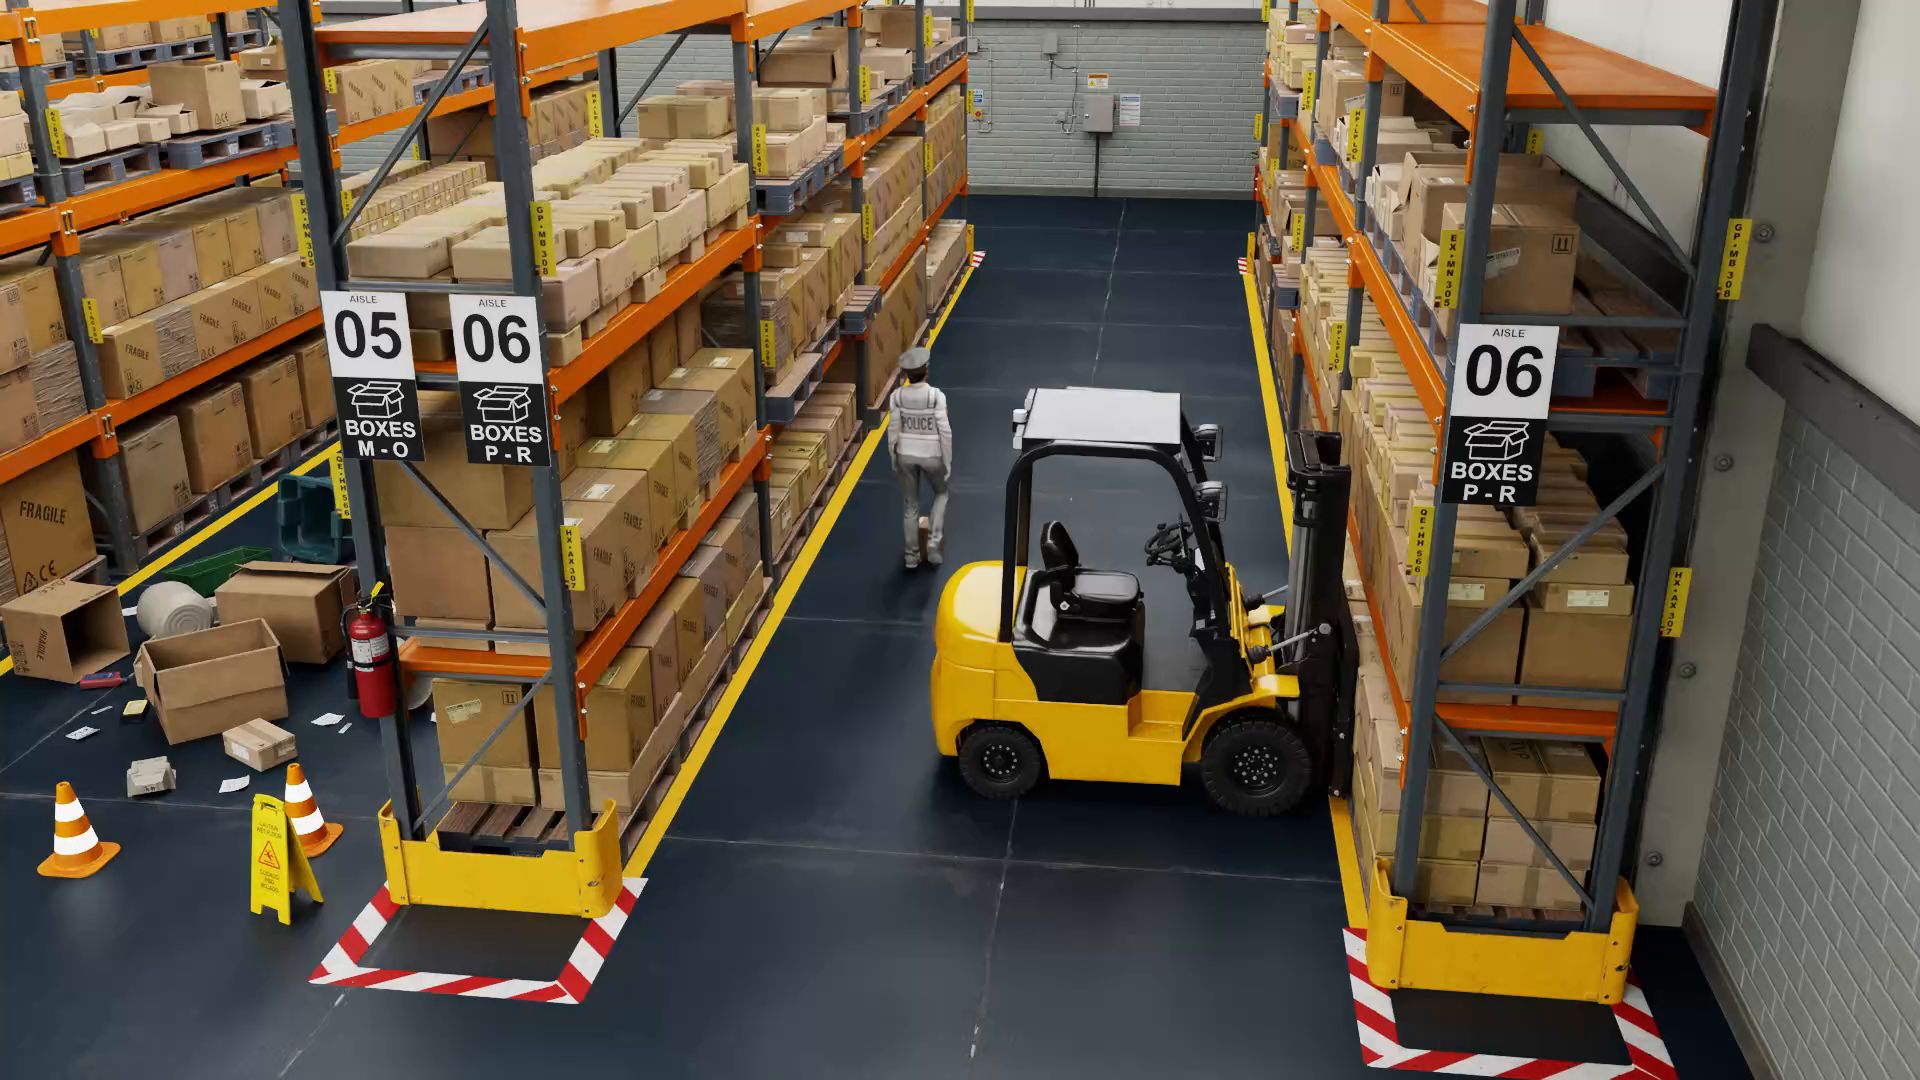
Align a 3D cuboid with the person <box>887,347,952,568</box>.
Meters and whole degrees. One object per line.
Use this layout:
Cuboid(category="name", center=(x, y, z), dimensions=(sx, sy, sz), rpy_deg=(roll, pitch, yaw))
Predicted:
Cuboid(category="person", center=(-0.303, -0.604, 12.558), dimensions=(0.513, 1.702, 0.410), rpy_deg=(4, 22, 9))
